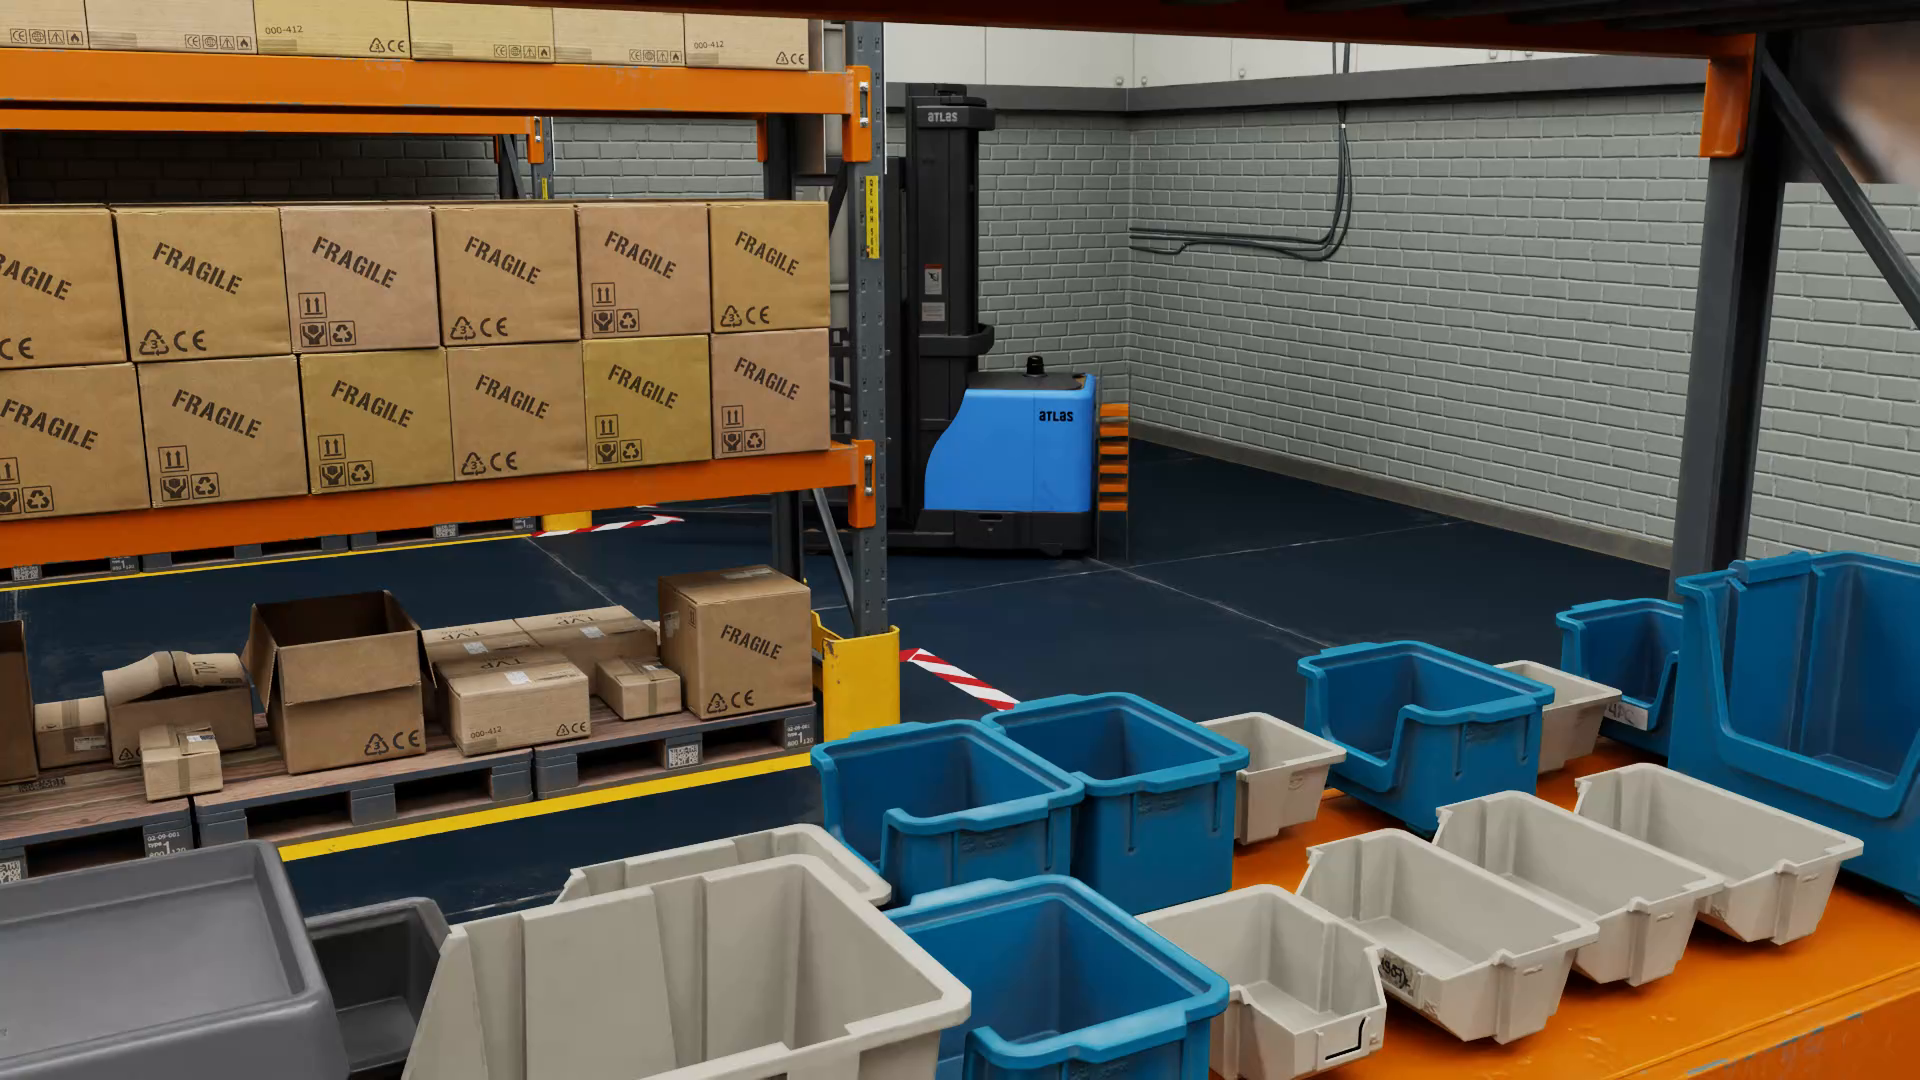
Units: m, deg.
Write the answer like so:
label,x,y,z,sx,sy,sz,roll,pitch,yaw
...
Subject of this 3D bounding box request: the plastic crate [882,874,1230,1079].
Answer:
label,x,y,z,sx,sy,sz,roll,pitch,yaw
plastic crate,0.089,0.585,1.921,0.300,0.233,0.416,-7,14,-28

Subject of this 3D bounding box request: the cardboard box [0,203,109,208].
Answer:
label,x,y,z,sx,sy,sz,roll,pitch,yaw
cardboard box,-3.344,-0.961,6.041,0.500,0.500,0.500,-7,15,-29

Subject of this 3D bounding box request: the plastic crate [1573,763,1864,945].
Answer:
label,x,y,z,sx,sy,sz,roll,pitch,yaw
plastic crate,1.140,0.488,2.575,0.243,0.136,0.396,-7,14,-28

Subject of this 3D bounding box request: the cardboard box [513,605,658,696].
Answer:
label,x,y,z,sx,sy,sz,roll,pitch,yaw
cardboard box,-1.653,0.494,7.341,0.500,0.250,0.500,-7,14,-28

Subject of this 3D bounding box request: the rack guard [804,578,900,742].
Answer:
label,x,y,z,sx,sy,sz,roll,pitch,yaw
rack guard,-0.668,0.540,7.571,0.348,0.500,1.175,-7,14,-28

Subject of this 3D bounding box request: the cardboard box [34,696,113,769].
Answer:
label,x,y,z,sx,sy,sz,roll,pitch,yaw
cardboard box,-3.447,0.744,6.463,0.250,0.149,0.380,-7,14,-28

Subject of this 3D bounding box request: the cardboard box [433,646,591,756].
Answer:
label,x,y,z,sx,sy,sz,roll,pitch,yaw
cardboard box,-1.809,0.638,6.702,0.500,0.250,0.500,-7,14,-28

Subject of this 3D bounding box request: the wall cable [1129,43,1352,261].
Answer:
label,x,y,z,sx,sy,sz,roll,pitch,yaw
wall cable,2.158,-3.580,13.592,0.112,2.526,3.097,-7,14,-28

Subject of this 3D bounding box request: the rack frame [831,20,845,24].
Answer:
label,x,y,z,sx,sy,sz,roll,pitch,yaw
rack frame,-0.601,-3.614,6.673,0.127,3.000,1.000,-7,14,-28

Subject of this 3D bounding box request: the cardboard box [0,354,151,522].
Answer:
label,x,y,z,sx,sy,sz,roll,pitch,yaw
cardboard box,-3.086,-0.371,5.698,0.500,0.500,0.500,-7,14,-27

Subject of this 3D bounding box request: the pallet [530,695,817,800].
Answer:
label,x,y,z,sx,sy,sz,roll,pitch,yaw
pallet,-1.367,0.765,7.229,1.213,0.211,1.003,-7,14,-28

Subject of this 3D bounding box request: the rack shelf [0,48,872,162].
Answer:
label,x,y,z,sx,sy,sz,roll,pitch,yaw
rack shelf,-2.357,-1.589,6.147,4.000,0.370,1.077,-7,14,-28

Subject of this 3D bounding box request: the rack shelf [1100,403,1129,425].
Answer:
label,x,y,z,sx,sy,sz,roll,pitch,yaw
rack shelf,0.975,-0.796,10.473,0.180,0.103,0.258,1,13,7

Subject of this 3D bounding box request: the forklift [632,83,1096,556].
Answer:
label,x,y,z,sx,sy,sz,roll,pitch,yaw
forklift,-0.621,-1.445,10.853,3.031,2.935,1.130,1,13,6

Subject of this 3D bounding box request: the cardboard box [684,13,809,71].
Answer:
label,x,y,z,sx,sy,sz,roll,pitch,yaw
cardboard box,-0.926,-1.973,6.553,0.500,0.250,0.500,-7,14,-28

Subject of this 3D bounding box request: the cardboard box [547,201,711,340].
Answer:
label,x,y,z,sx,sy,sz,roll,pitch,yaw
cardboard box,-1.303,-1.071,6.531,0.500,0.500,0.500,-6,14,-26

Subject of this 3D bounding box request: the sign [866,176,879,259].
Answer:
label,x,y,z,sx,sy,sz,roll,pitch,yaw
sign,-0.353,-1.297,6.686,0.005,0.325,0.100,-7,14,-28

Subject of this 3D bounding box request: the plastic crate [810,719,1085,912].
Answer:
label,x,y,z,sx,sy,sz,roll,pitch,yaw
plastic crate,-0.025,0.453,2.511,0.300,0.233,0.416,-7,14,-28

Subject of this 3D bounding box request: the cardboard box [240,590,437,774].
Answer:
label,x,y,z,sx,sy,sz,roll,pitch,yaw
cardboard box,-2.465,0.538,6.571,0.637,0.503,0.797,-7,14,-28

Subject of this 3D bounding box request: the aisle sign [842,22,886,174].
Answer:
label,x,y,z,sx,sy,sz,roll,pitch,yaw
aisle sign,-0.394,-1.904,6.816,0.004,0.787,0.394,-7,14,-28

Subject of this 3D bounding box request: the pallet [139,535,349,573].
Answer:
label,x,y,z,sx,sy,sz,roll,pitch,yaw
pallet,-4.712,-0.055,10.871,1.213,0.211,1.003,-7,14,-28

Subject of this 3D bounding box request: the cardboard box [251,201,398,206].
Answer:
label,x,y,z,sx,sy,sz,roll,pitch,yaw
cardboard box,-2.459,-1.066,6.511,0.500,0.500,0.500,-7,14,-28

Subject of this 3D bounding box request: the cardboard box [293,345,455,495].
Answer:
label,x,y,z,sx,sy,sz,roll,pitch,yaw
cardboard box,-2.200,-0.477,6.169,0.500,0.500,0.500,-7,14,-29

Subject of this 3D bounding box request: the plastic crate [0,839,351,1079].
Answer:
label,x,y,z,sx,sy,sz,roll,pitch,yaw
plastic crate,-0.838,0.582,1.408,0.583,0.464,0.402,-7,14,-28

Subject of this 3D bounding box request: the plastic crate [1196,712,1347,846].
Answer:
label,x,y,z,sx,sy,sz,roll,pitch,yaw
plastic crate,0.478,0.419,2.881,0.298,0.136,0.250,-7,14,-28

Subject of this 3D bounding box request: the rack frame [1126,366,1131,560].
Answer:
label,x,y,z,sx,sy,sz,roll,pitch,yaw
rack frame,1.068,-0.486,10.531,0.006,1.200,0.240,1,13,7

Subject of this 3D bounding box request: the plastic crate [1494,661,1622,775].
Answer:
label,x,y,z,sx,sy,sz,roll,pitch,yaw
plastic crate,1.073,0.347,3.198,0.298,0.136,0.250,-7,14,-28

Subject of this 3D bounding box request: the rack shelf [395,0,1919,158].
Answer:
label,x,y,z,sx,sy,sz,roll,pitch,yaw
rack shelf,0.014,-0.635,1.903,4.000,0.370,1.077,-7,14,-28

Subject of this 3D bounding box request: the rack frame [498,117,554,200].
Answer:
label,x,y,z,sx,sy,sz,roll,pitch,yaw
rack frame,-2.978,-1.642,11.572,0.127,3.000,1.000,-7,14,-28

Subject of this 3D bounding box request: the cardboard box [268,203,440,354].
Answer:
label,x,y,z,sx,sy,sz,roll,pitch,yaw
cardboard box,-2.207,-0.961,6.044,0.500,0.500,0.500,-6,14,-26

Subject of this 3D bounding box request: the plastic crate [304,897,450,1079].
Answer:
label,x,y,z,sx,sy,sz,roll,pitch,yaw
plastic crate,-0.888,0.624,1.996,0.590,0.125,0.437,-7,14,-28

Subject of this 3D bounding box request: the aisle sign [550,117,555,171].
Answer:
label,x,y,z,sx,sy,sz,roll,pitch,yaw
aisle sign,-2.771,-2.860,11.063,0.004,0.787,0.394,-7,14,-28

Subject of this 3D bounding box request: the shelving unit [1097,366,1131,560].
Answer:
label,x,y,z,sx,sy,sz,roll,pitch,yaw
shelving unit,0.977,-0.488,10.542,0.189,1.200,0.258,1,13,7

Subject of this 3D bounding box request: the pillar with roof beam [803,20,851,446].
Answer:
label,x,y,z,sx,sy,sz,roll,pitch,yaw
pillar with roof beam,1.040,-4.190,9.230,0.400,9.000,9.100,-7,14,-28

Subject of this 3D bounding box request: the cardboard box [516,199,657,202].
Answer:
label,x,y,z,sx,sy,sz,roll,pitch,yaw
cardboard box,-1.572,-1.172,6.979,0.500,0.500,0.500,-7,14,-27

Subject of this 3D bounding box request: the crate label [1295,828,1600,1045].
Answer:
label,x,y,z,sx,sy,sz,roll,pitch,yaw
crate label,0.646,0.549,2.300,0.243,0.136,0.396,-7,14,-28

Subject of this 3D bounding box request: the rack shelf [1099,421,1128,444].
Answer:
label,x,y,z,sx,sy,sz,roll,pitch,yaw
rack shelf,0.975,-0.679,10.499,0.180,0.103,0.258,1,13,7

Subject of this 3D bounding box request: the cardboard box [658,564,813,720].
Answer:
label,x,y,z,sx,sy,sz,roll,pitch,yaw
cardboard box,-0.960,0.422,7.093,0.500,0.500,0.500,-7,14,-28

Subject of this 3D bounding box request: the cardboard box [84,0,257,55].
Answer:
label,x,y,z,sx,sy,sz,roll,pitch,yaw
cardboard box,-2.686,-1.764,5.627,0.500,0.250,0.500,-7,14,-28

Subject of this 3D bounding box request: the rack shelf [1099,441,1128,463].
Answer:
label,x,y,z,sx,sy,sz,roll,pitch,yaw
rack shelf,0.976,-0.562,10.525,0.180,0.103,0.258,1,13,7

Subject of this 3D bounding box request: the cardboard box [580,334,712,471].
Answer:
label,x,y,z,sx,sy,sz,roll,pitch,yaw
cardboard box,-1.317,-0.581,6.633,0.500,0.500,0.500,-7,14,-27

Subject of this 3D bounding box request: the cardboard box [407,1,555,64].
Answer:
label,x,y,z,sx,sy,sz,roll,pitch,yaw
cardboard box,-1.802,-1.867,6.084,0.500,0.250,0.500,-7,14,-28

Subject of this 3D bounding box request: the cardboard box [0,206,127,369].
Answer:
label,x,y,z,sx,sy,sz,roll,pitch,yaw
cardboard box,-3.111,-0.853,5.562,0.500,0.500,0.500,-7,15,-30

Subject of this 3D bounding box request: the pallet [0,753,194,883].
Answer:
label,x,y,z,sx,sy,sz,roll,pitch,yaw
pallet,-3.509,1.022,6.089,1.213,0.211,1.003,-7,14,-28
